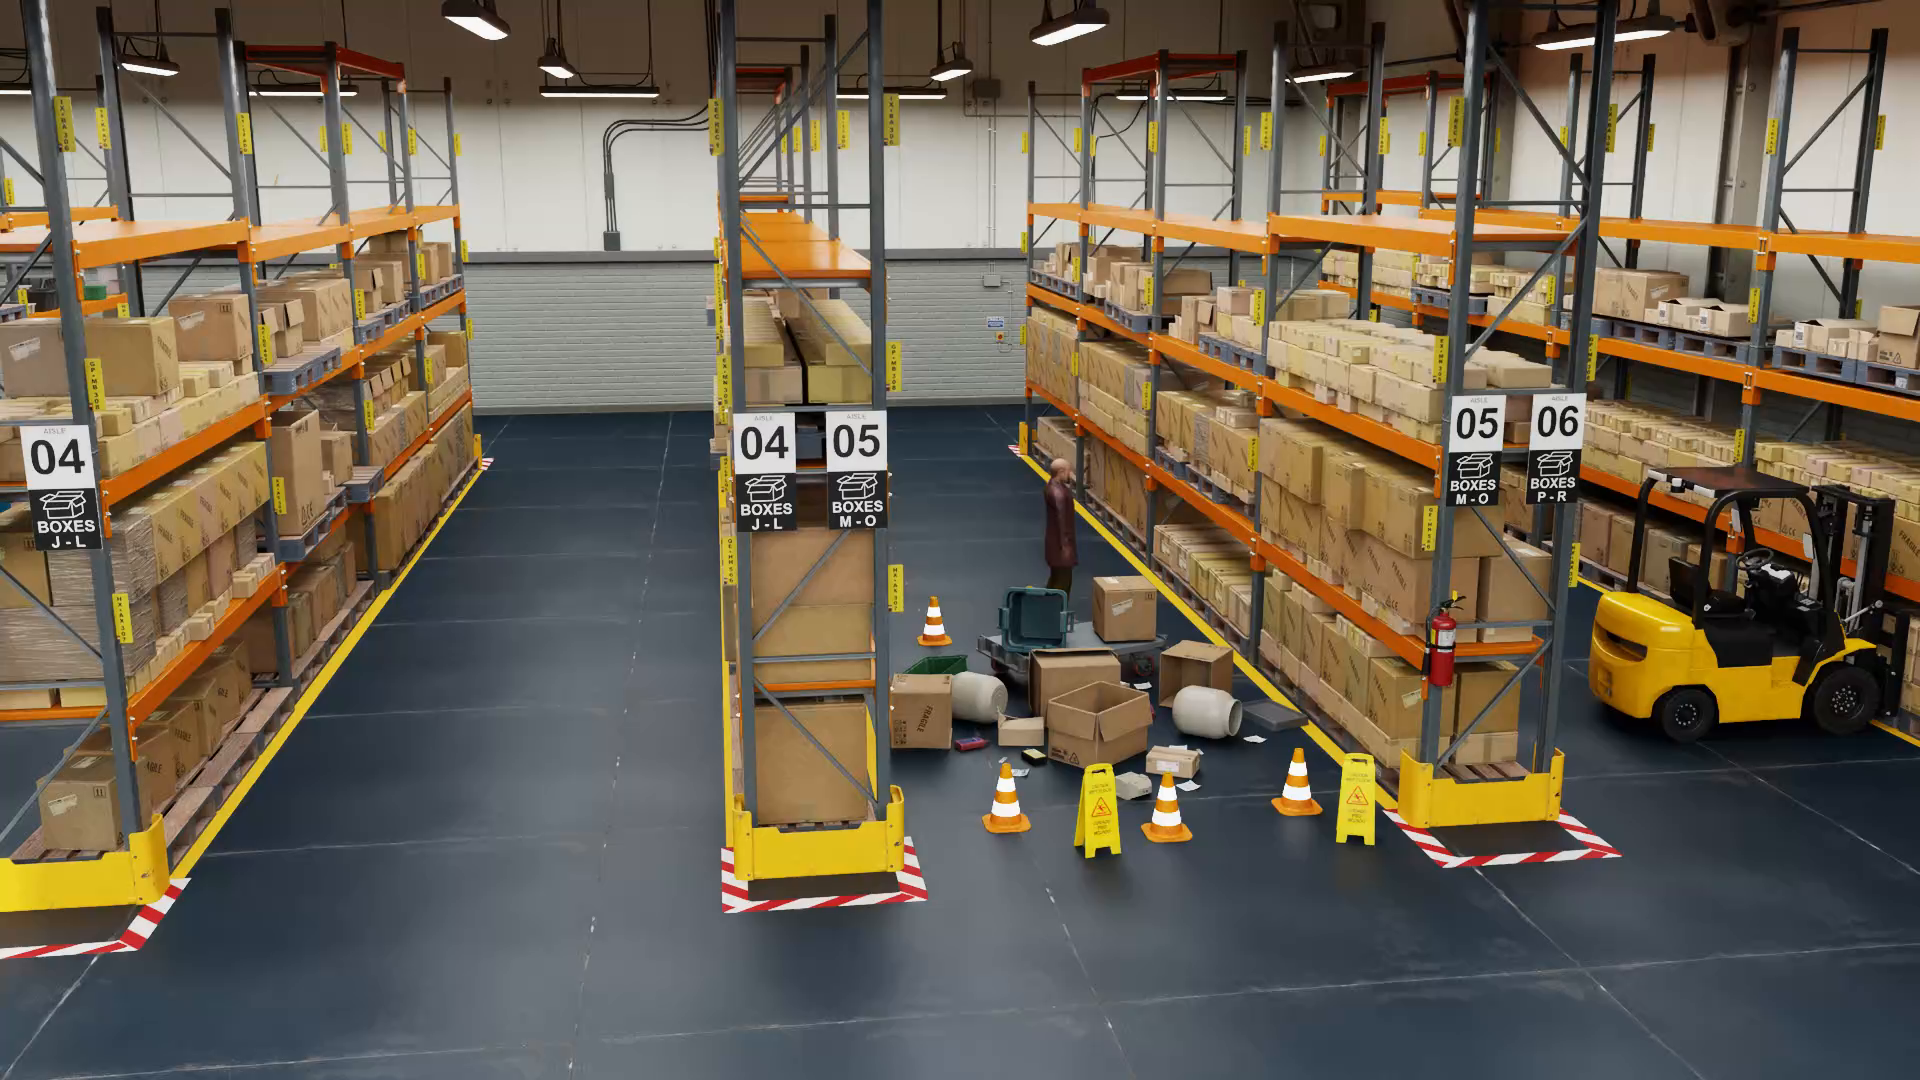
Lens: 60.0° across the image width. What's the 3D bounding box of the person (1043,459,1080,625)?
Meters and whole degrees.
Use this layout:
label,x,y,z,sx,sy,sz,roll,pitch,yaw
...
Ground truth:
label,x,y,z,sx,sy,sz,roll,pitch,yaw
person,1.055,0.028,17.436,0.385,1.787,0.562,-2,13,-7
